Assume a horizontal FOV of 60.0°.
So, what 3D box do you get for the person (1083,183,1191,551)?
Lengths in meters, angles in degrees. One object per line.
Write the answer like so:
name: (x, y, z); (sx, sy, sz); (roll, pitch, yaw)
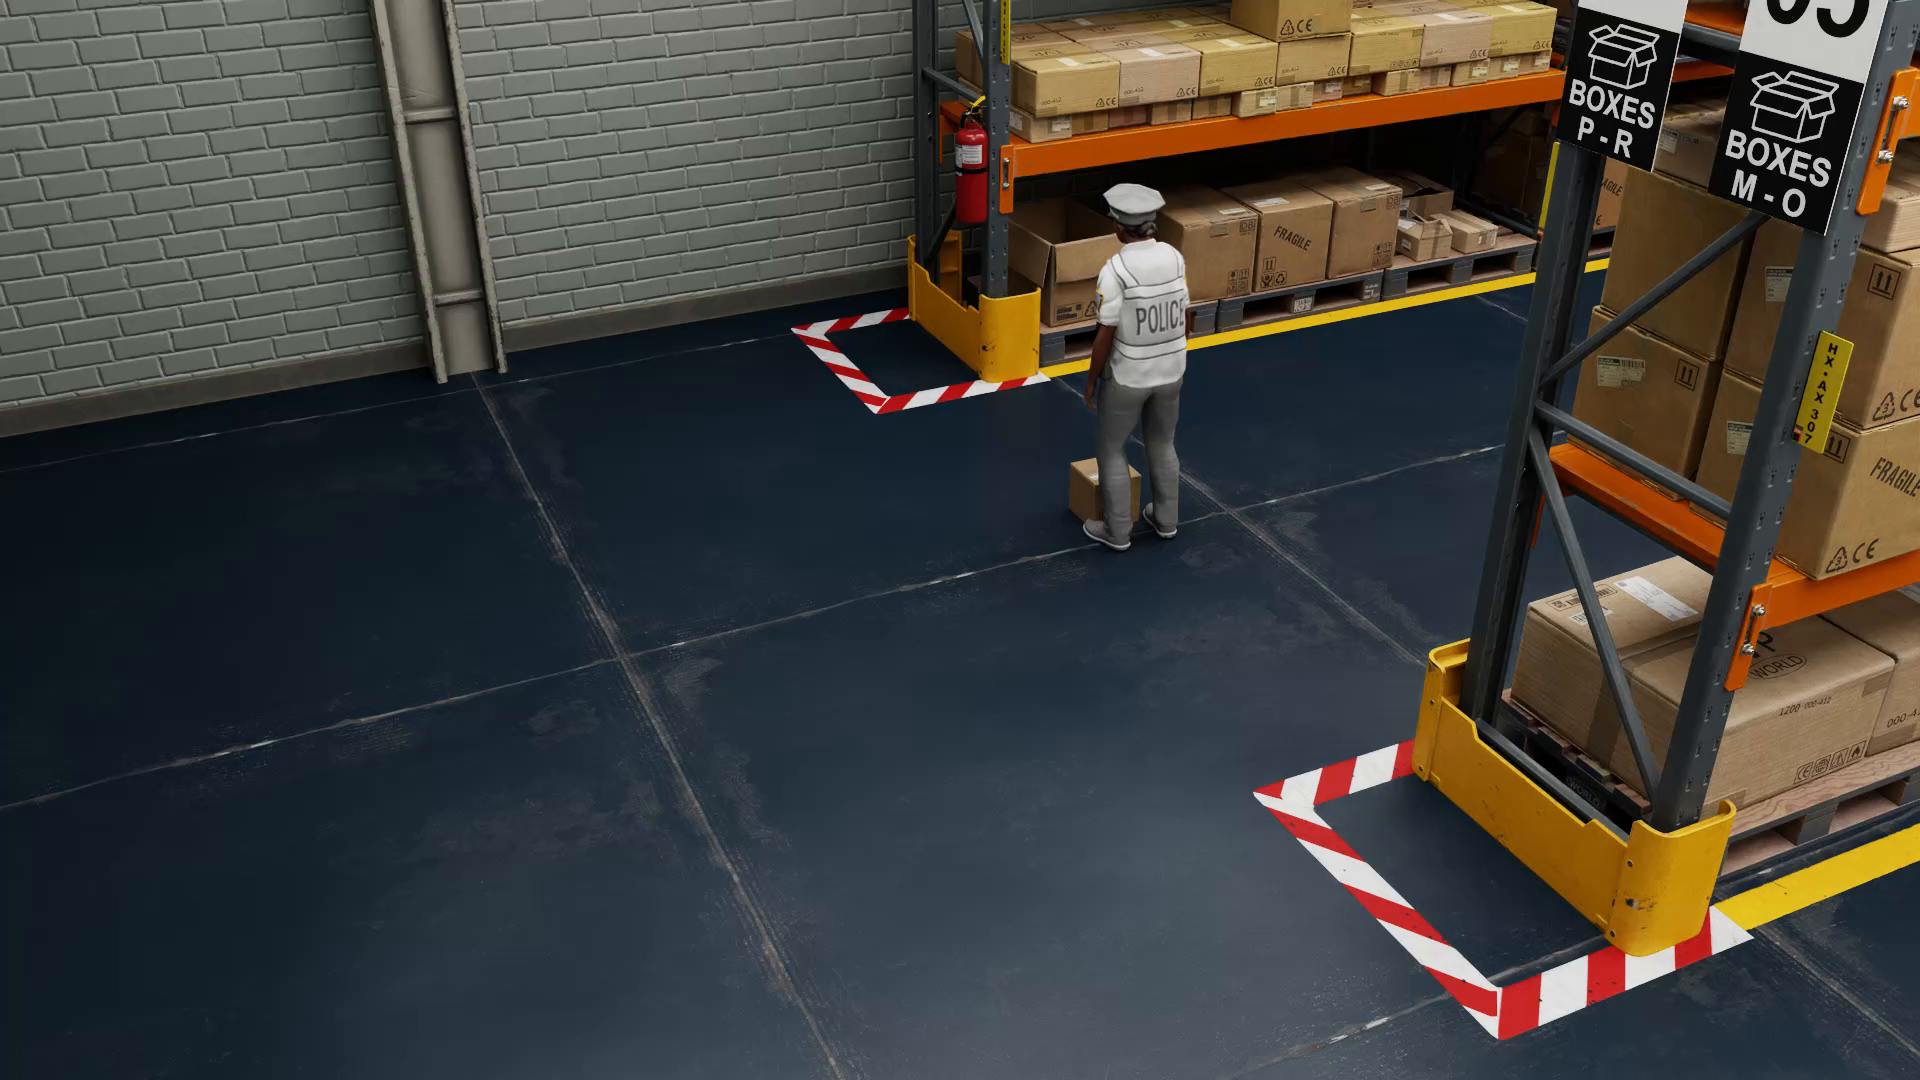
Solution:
person: (0.799, -0.740, 7.432); (0.524, 1.658, 0.396); (-14, 33, -23)
